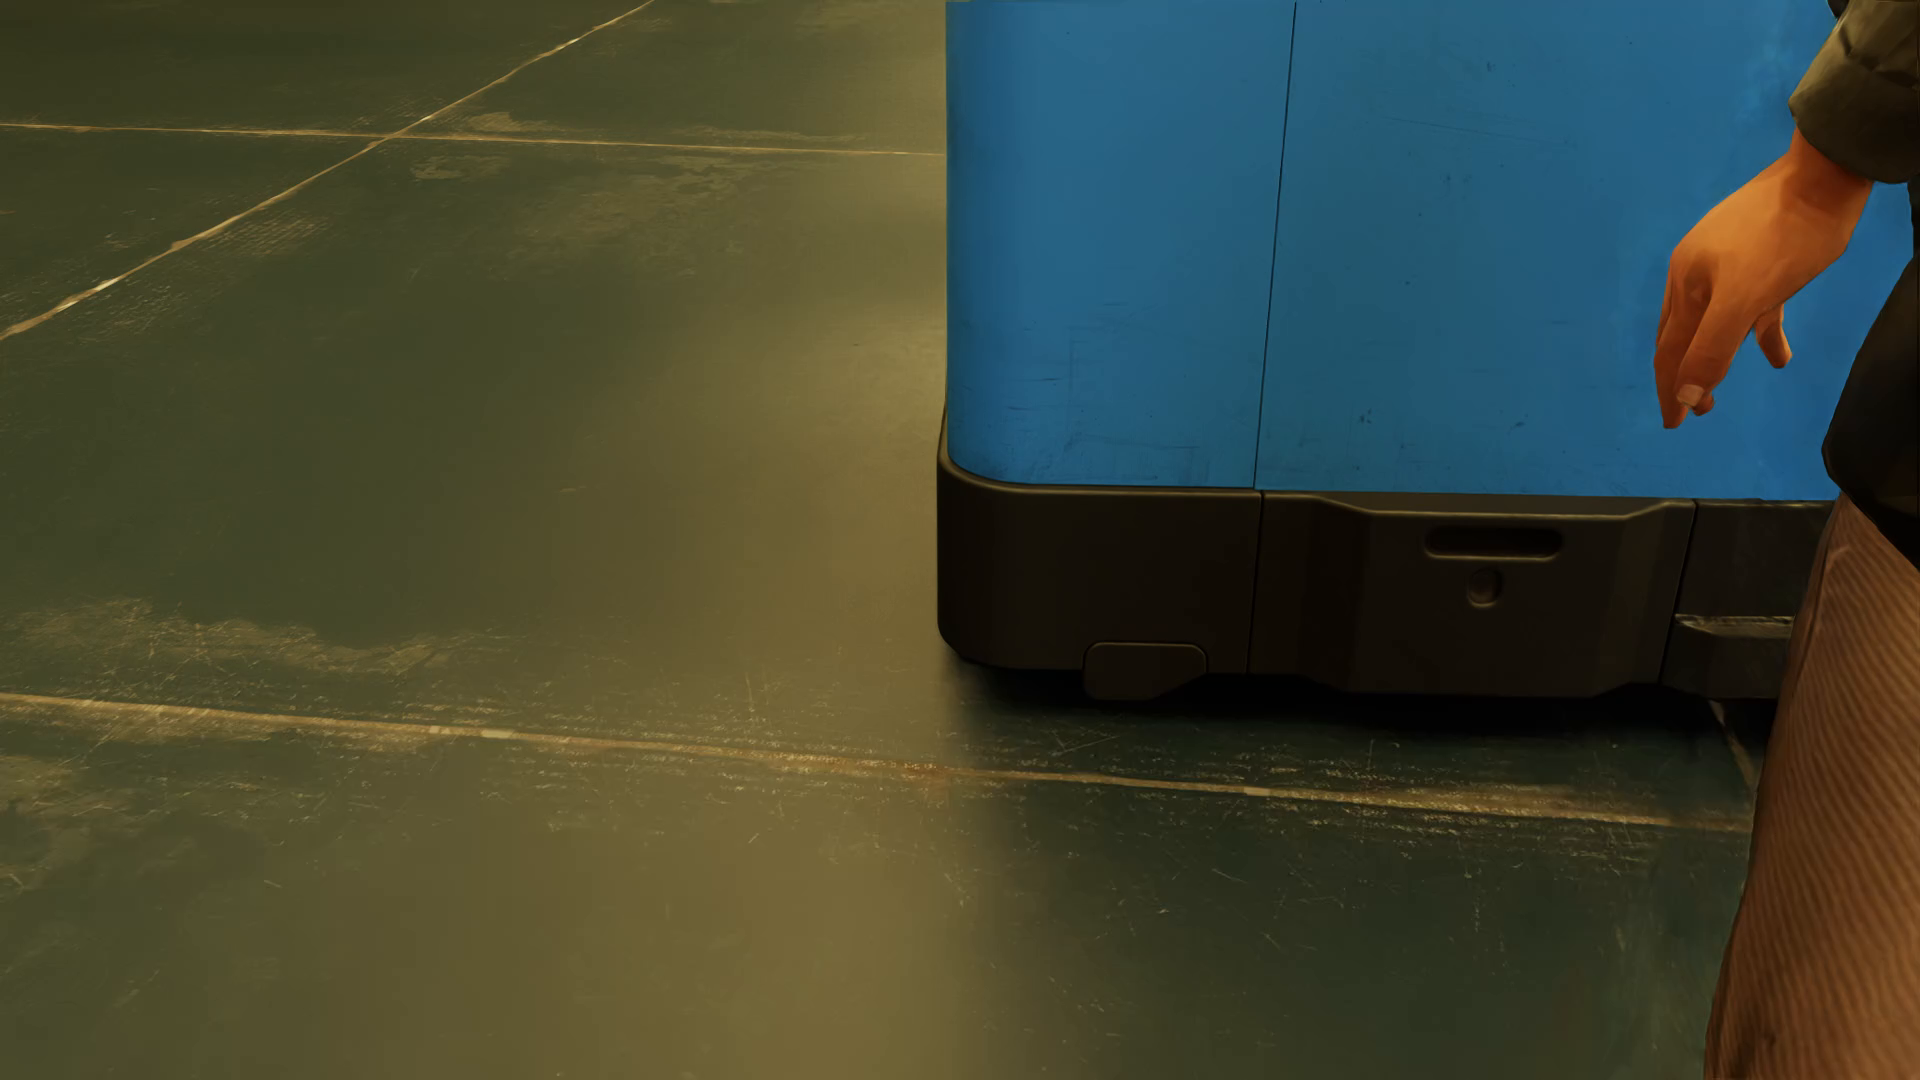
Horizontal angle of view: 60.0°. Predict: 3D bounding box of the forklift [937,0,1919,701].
[{"bbox_3d":[1.506,-1.294,1.810,3.031,2.935,1.130,1,27,2],"label":"forklift"}]
